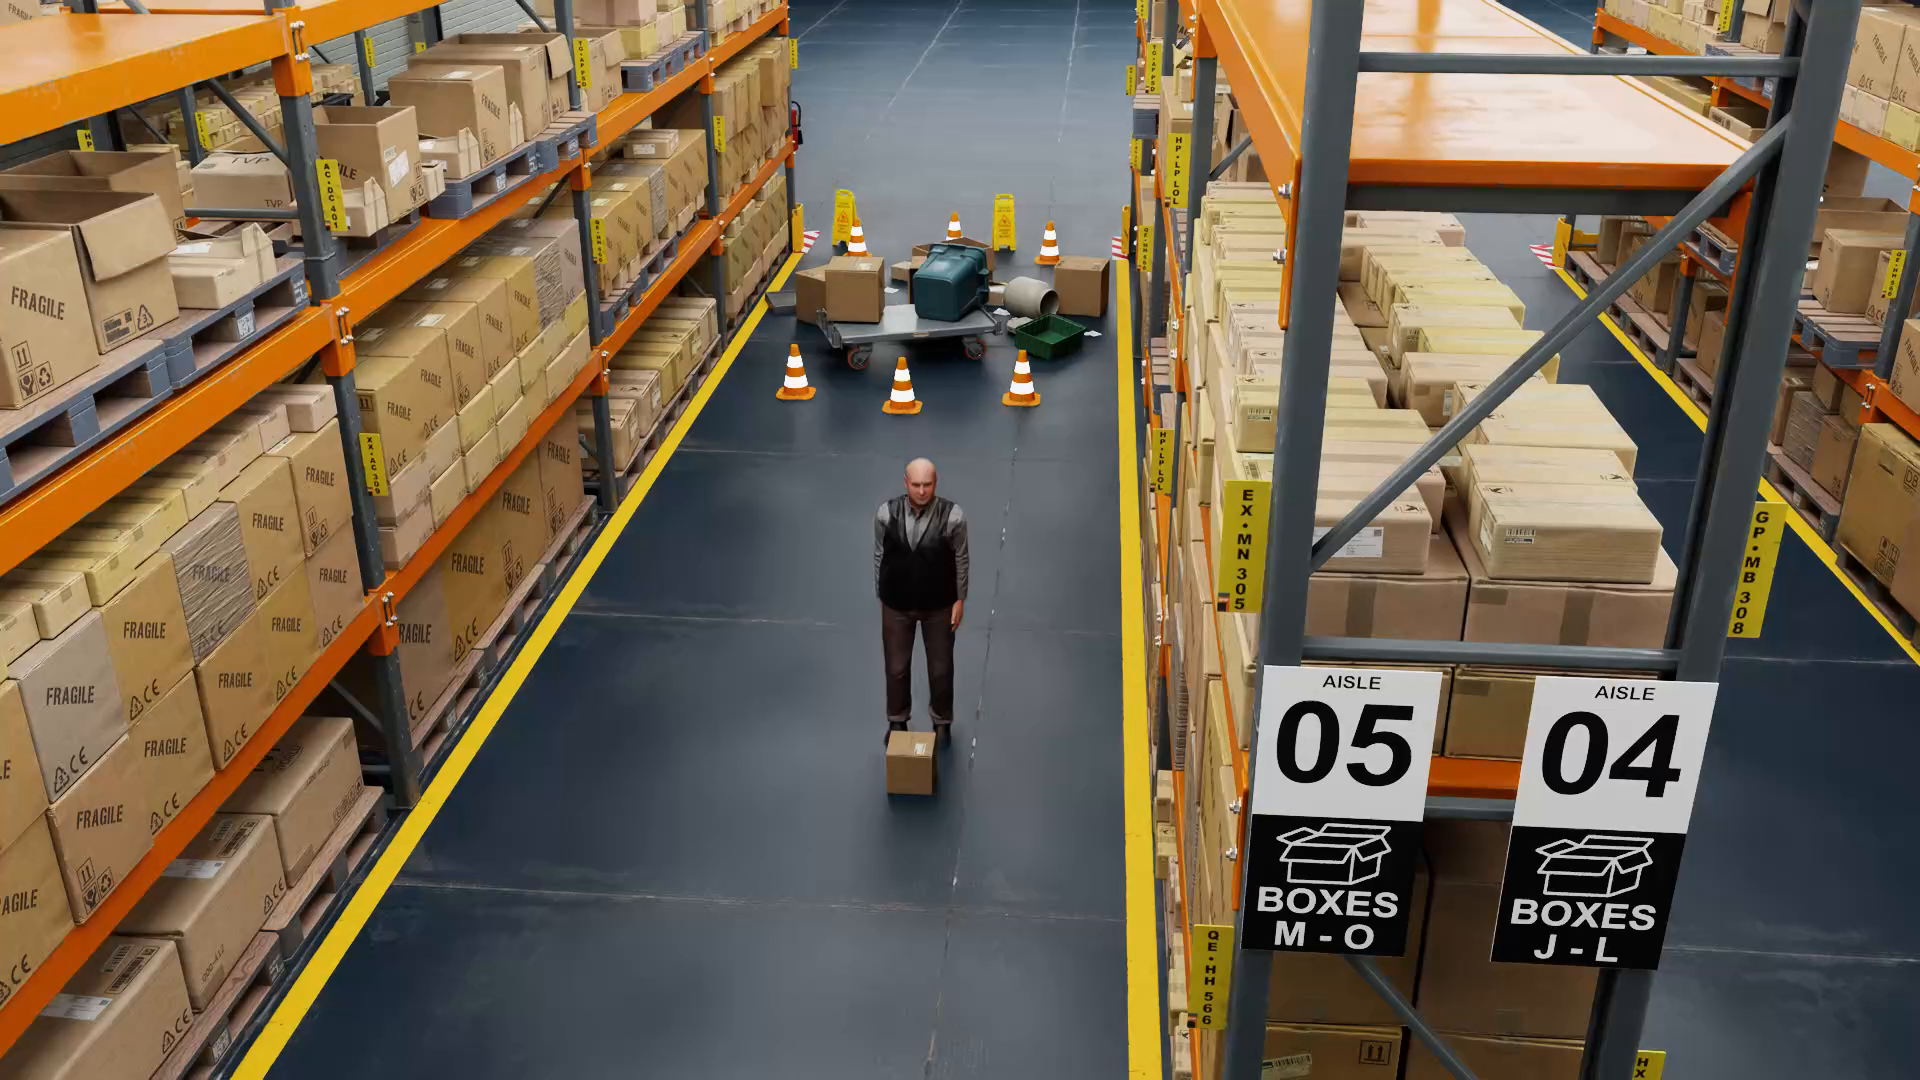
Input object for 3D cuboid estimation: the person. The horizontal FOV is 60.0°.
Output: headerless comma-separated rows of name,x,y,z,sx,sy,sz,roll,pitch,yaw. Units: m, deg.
person,-0.216,0.364,9.258,0.527,1.728,0.360,2,24,5
